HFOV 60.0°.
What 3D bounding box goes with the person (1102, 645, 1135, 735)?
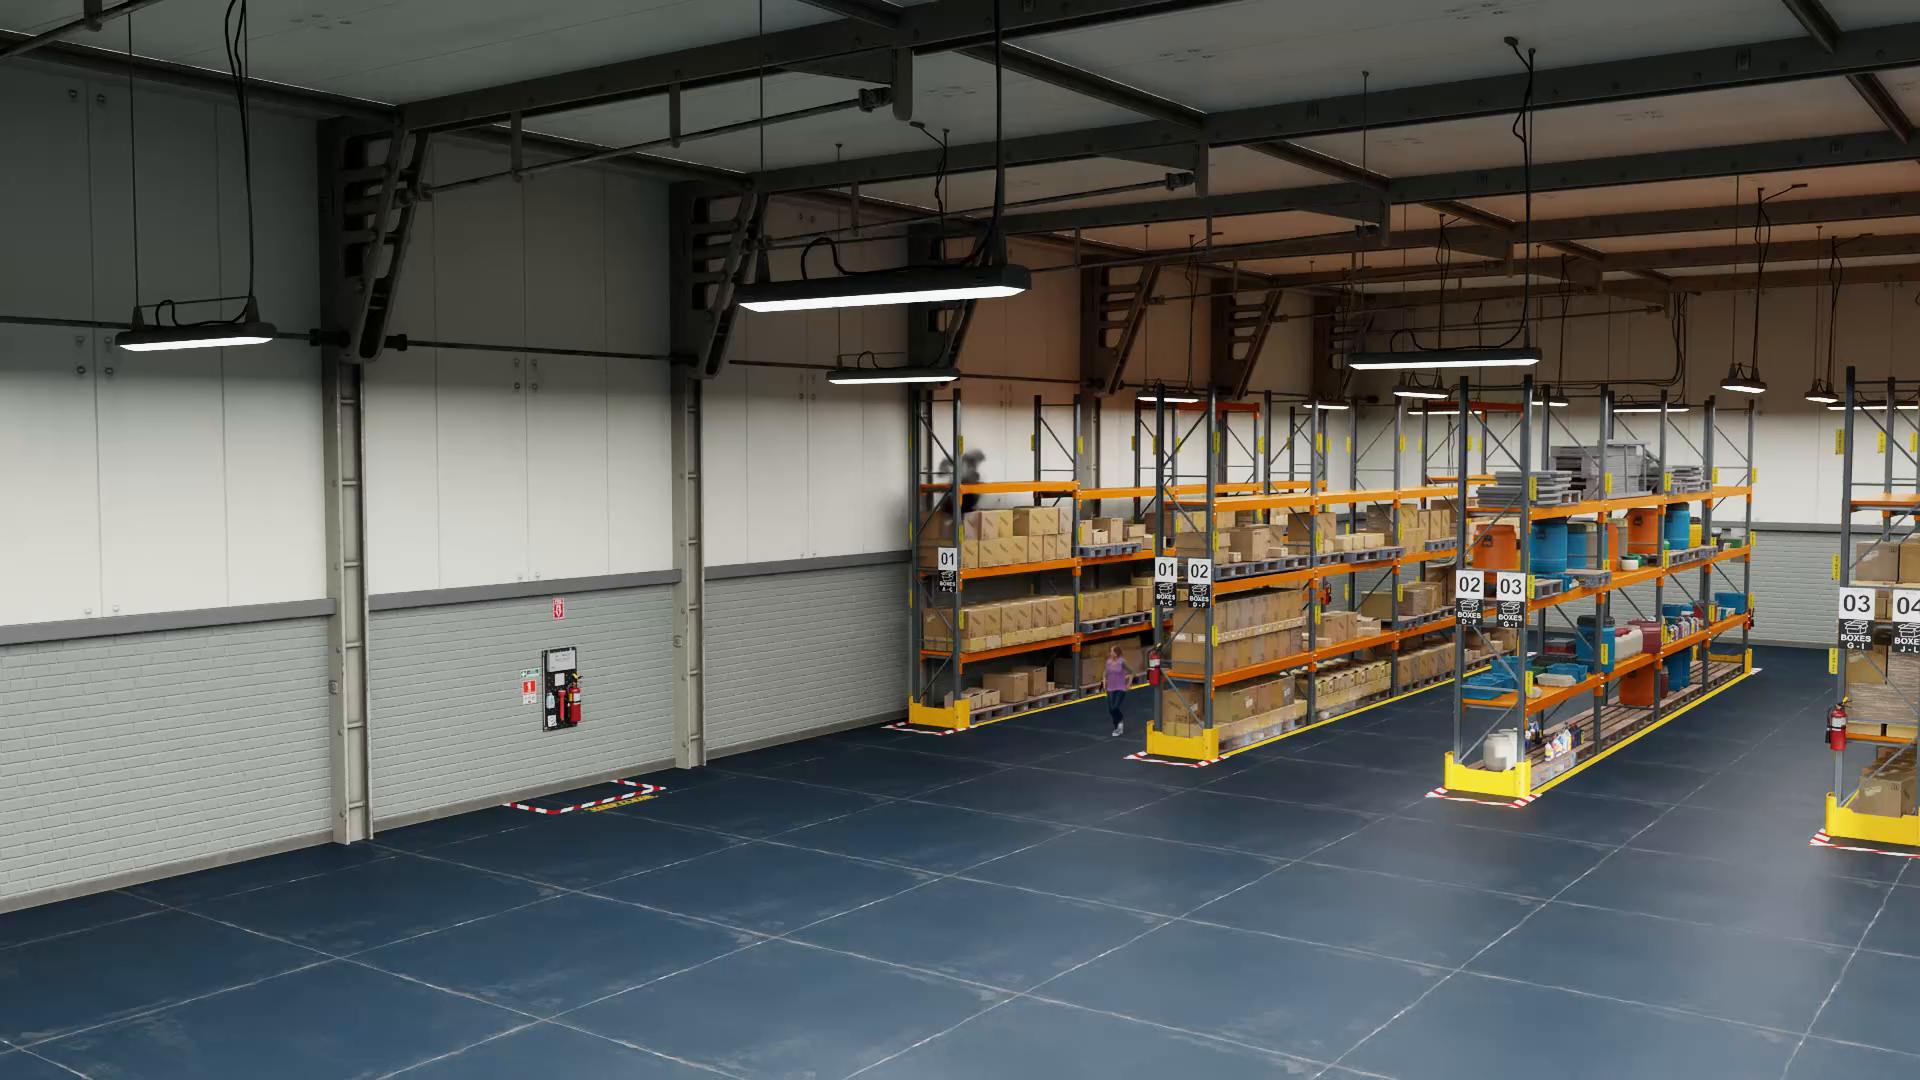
[{"bbox_3d":[2.678,2.594,28.566,0.553,1.558,0.540,2,4,30],"label":"person"}]
